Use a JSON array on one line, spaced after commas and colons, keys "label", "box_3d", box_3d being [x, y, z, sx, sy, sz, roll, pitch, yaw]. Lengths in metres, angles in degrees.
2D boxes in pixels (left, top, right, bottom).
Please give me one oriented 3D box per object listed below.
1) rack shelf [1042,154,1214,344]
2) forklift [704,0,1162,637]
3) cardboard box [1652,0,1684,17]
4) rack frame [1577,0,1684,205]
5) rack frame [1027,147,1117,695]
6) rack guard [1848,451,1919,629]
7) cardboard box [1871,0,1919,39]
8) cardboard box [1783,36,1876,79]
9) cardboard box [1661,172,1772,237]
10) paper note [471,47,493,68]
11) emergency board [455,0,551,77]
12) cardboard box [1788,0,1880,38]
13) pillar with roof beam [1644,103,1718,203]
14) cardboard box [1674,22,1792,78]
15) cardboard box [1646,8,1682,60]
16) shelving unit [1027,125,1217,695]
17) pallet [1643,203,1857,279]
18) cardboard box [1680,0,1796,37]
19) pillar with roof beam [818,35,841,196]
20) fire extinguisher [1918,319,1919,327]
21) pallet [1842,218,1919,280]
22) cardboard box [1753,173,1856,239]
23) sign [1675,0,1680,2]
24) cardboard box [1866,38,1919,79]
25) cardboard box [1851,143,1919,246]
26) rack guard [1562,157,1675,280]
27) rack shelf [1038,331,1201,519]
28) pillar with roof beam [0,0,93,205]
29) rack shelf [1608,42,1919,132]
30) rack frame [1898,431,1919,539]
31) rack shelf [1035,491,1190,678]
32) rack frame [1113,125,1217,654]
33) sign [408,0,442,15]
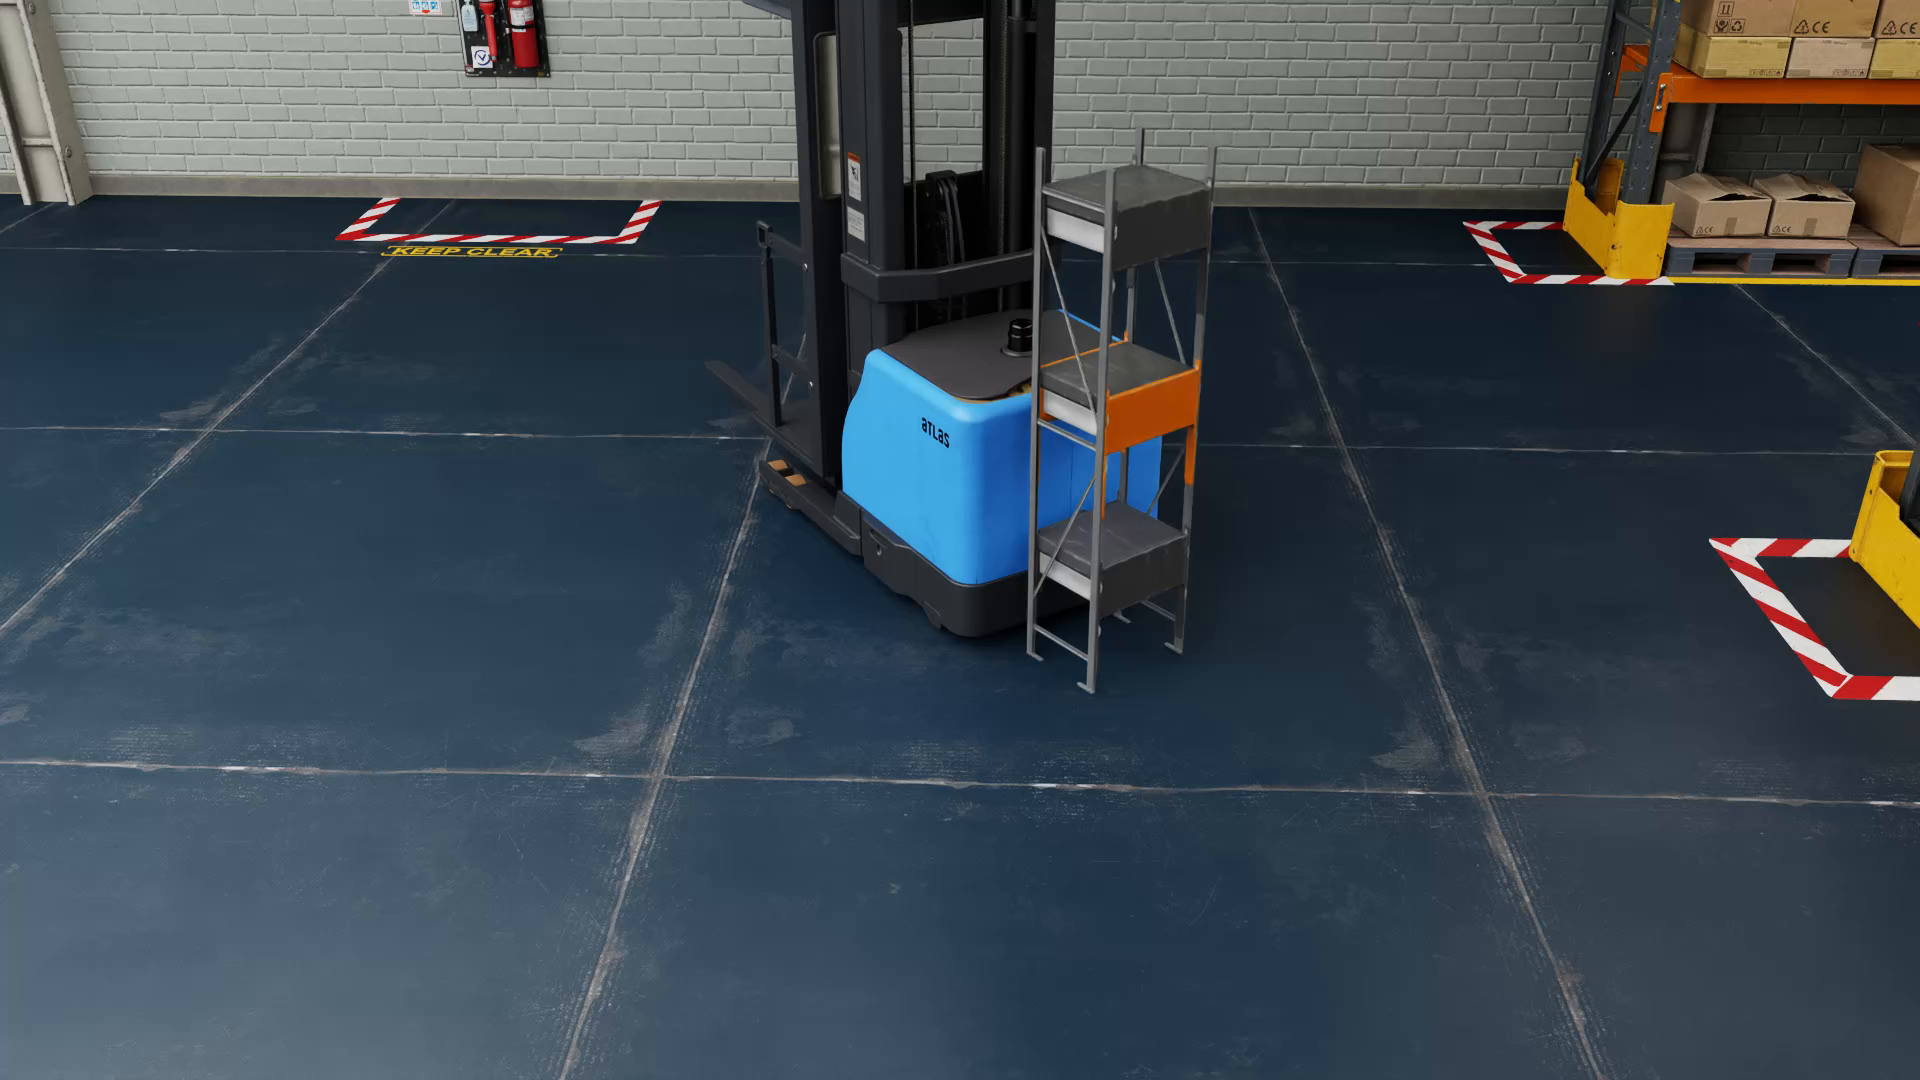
[{"label": "rack shelf", "box_3d": [0.591, -1.070, 6.059, 0.480, 0.518, 0.431, -20, 34, -33]}, {"label": "forklift", "box_3d": [-0.328, -1.547, 7.539, 1.130, 2.935, 3.031, -16, 32, -27]}, {"label": "cardboard box", "box_3d": [4.899, -3.691, 10.849, 0.500, 0.500, 0.500, 1, 28, 1]}, {"label": "rack frame", "box_3d": [4.420, -3.326, 10.821, 0.127, 3.000, 1.000, 1, 28, 2]}, {"label": "rack frame", "box_3d": [0.403, -0.391, 6.244, 0.015, 2.100, 0.400, -20, 34, -33]}, {"label": "rack guard", "box_3d": [4.225, 0.097, 7.033, 0.348, 0.500, 1.175, 1, 28, 2]}, {"label": "cardboard box", "box_3d": [5.897, -3.427, 10.350, 0.500, 0.500, 0.500, 0, 28, 0]}, {"label": "cardboard box", "box_3d": [5.416, -3.110, 10.553, 0.500, 0.250, 0.500, 0, 28, 0]}, {"label": "cardboard box", "box_3d": [5.109, -2.279, 11.247, 0.500, 0.311, 0.500, -2, 28, -4]}, {"label": "paper note", "box_3d": [-3.489, -3.523, 12.134, 0.142, 0.148, 0.016, 1, 28, 2]}, {"label": "emergency board", "box_3d": [-3.314, -3.877, 11.861, 0.643, 1.169, 0.194, 1, 28, 2]}, {"label": "cardboard box", "box_3d": [5.380, -3.438, 10.372, 0.500, 0.500, 0.500, 1, 28, 2]}, {"label": "pillar with roof beam", "box_3d": [4.999, -4.355, 6.357, 0.400, 9.000, 9.100, 1, 28, 2]}, {"label": "cardboard box", "box_3d": [4.897, -3.112, 10.556, 0.500, 0.250, 0.500, 0, 28, 0]}, {"label": "cardboard box", "box_3d": [4.894, -3.351, 11.008, 0.500, 0.250, 0.500, 1, 28, 3]}, {"label": "shelving unit", "box_3d": [0.594, -0.462, 6.378, 0.503, 2.100, 0.431, -20, 34, -33]}, {"label": "pallet", "box_3d": [5.307, -2.063, 11.415, 1.213, 0.211, 1.003, 1, 28, 2]}, {"label": "cardboard box", "box_3d": [4.887, -3.451, 10.396, 0.500, 0.500, 0.500, 1, 28, 2]}, {"label": "pillar with roof beam", "box_3d": [-0.998, -4.454, 6.544, 0.400, 9.000, 9.100, 1, 28, 2]}, {"label": "fire extinguisher", "box_3d": [4.148, -1.192, 6.879, 0.183, 0.674, 0.296, 1, 28, 2]}, {"label": "pallet", "box_3d": [6.523, -2.041, 11.375, 1.213, 0.211, 1.003, 1, 28, 2]}, {"label": "cardboard box", "box_3d": [5.678, -2.269, 11.229, 0.500, 0.311, 0.500, 3, 28, 6]}, {"label": "sign", "box_3d": [4.401, -3.454, 10.139, 0.005, 0.325, 0.100, 1, 28, 2]}, {"label": "cardboard box", "box_3d": [5.925, -3.099, 10.531, 0.500, 0.250, 0.500, 1, 28, 1]}, {"label": "cardboard box", "box_3d": [6.410, -2.317, 11.118, 0.500, 0.500, 0.700, -1, 28, -1]}, {"label": "rack guard", "box_3d": [4.496, -2.220, 11.404, 0.348, 0.500, 1.175, 1, 28, 2]}, {"label": "rack shelf", "box_3d": [0.594, -0.450, 6.384, 0.480, 0.518, 0.431, -20, 34, -33]}, {"label": "pillar with roof beam", "box_3d": [-6.994, -4.553, 6.731, 0.400, 9.000, 9.100, 1, 28, 2]}, {"label": "rack shelf", "box_3d": [6.419, -2.975, 10.927, 4.000, 0.370, 1.077, 1, 28, 2]}, {"label": "rack frame", "box_3d": [4.249, -1.007, 6.447, 0.127, 3.000, 1.000, 1, 28, 2]}, {"label": "rack shelf", "box_3d": [0.596, 0.170, 6.709, 0.480, 0.518, 0.431, -20, 34, -33]}, {"label": "rack frame", "box_3d": [0.785, -0.533, 6.512, 0.015, 2.100, 0.400, -20, 34, -33]}, {"label": "sign", "box_3d": [-3.863, -3.950, 11.961, 0.234, 0.329, 0.001, 1, 28, 2]}]
